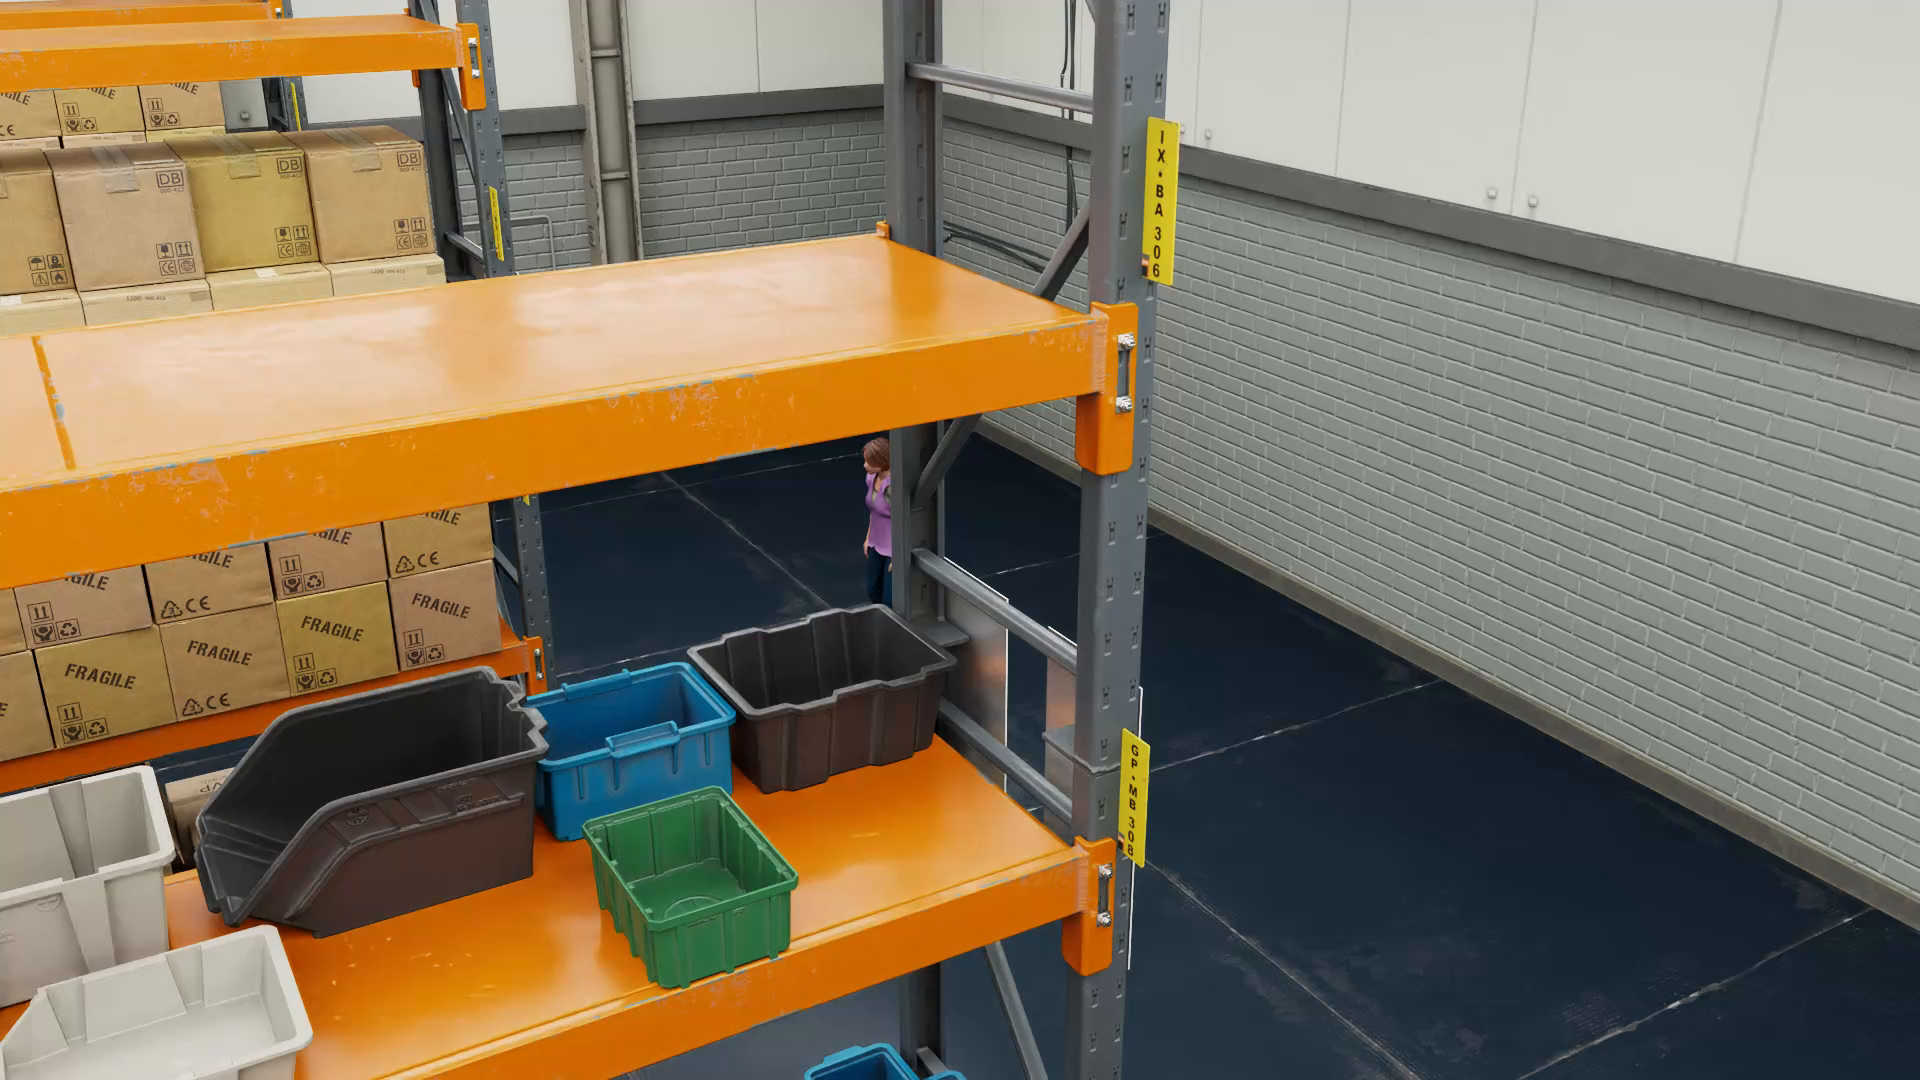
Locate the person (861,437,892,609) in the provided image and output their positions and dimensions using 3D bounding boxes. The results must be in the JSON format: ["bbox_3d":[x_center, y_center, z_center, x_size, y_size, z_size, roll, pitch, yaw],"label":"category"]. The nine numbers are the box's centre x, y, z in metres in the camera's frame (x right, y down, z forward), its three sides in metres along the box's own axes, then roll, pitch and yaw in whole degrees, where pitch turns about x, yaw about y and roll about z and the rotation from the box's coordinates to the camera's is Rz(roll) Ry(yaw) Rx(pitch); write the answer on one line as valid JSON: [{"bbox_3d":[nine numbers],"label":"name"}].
[{"bbox_3d":[-0.473,0.077,10.912,0.343,1.593,0.461,-12,25,-28],"label":"person"}]
